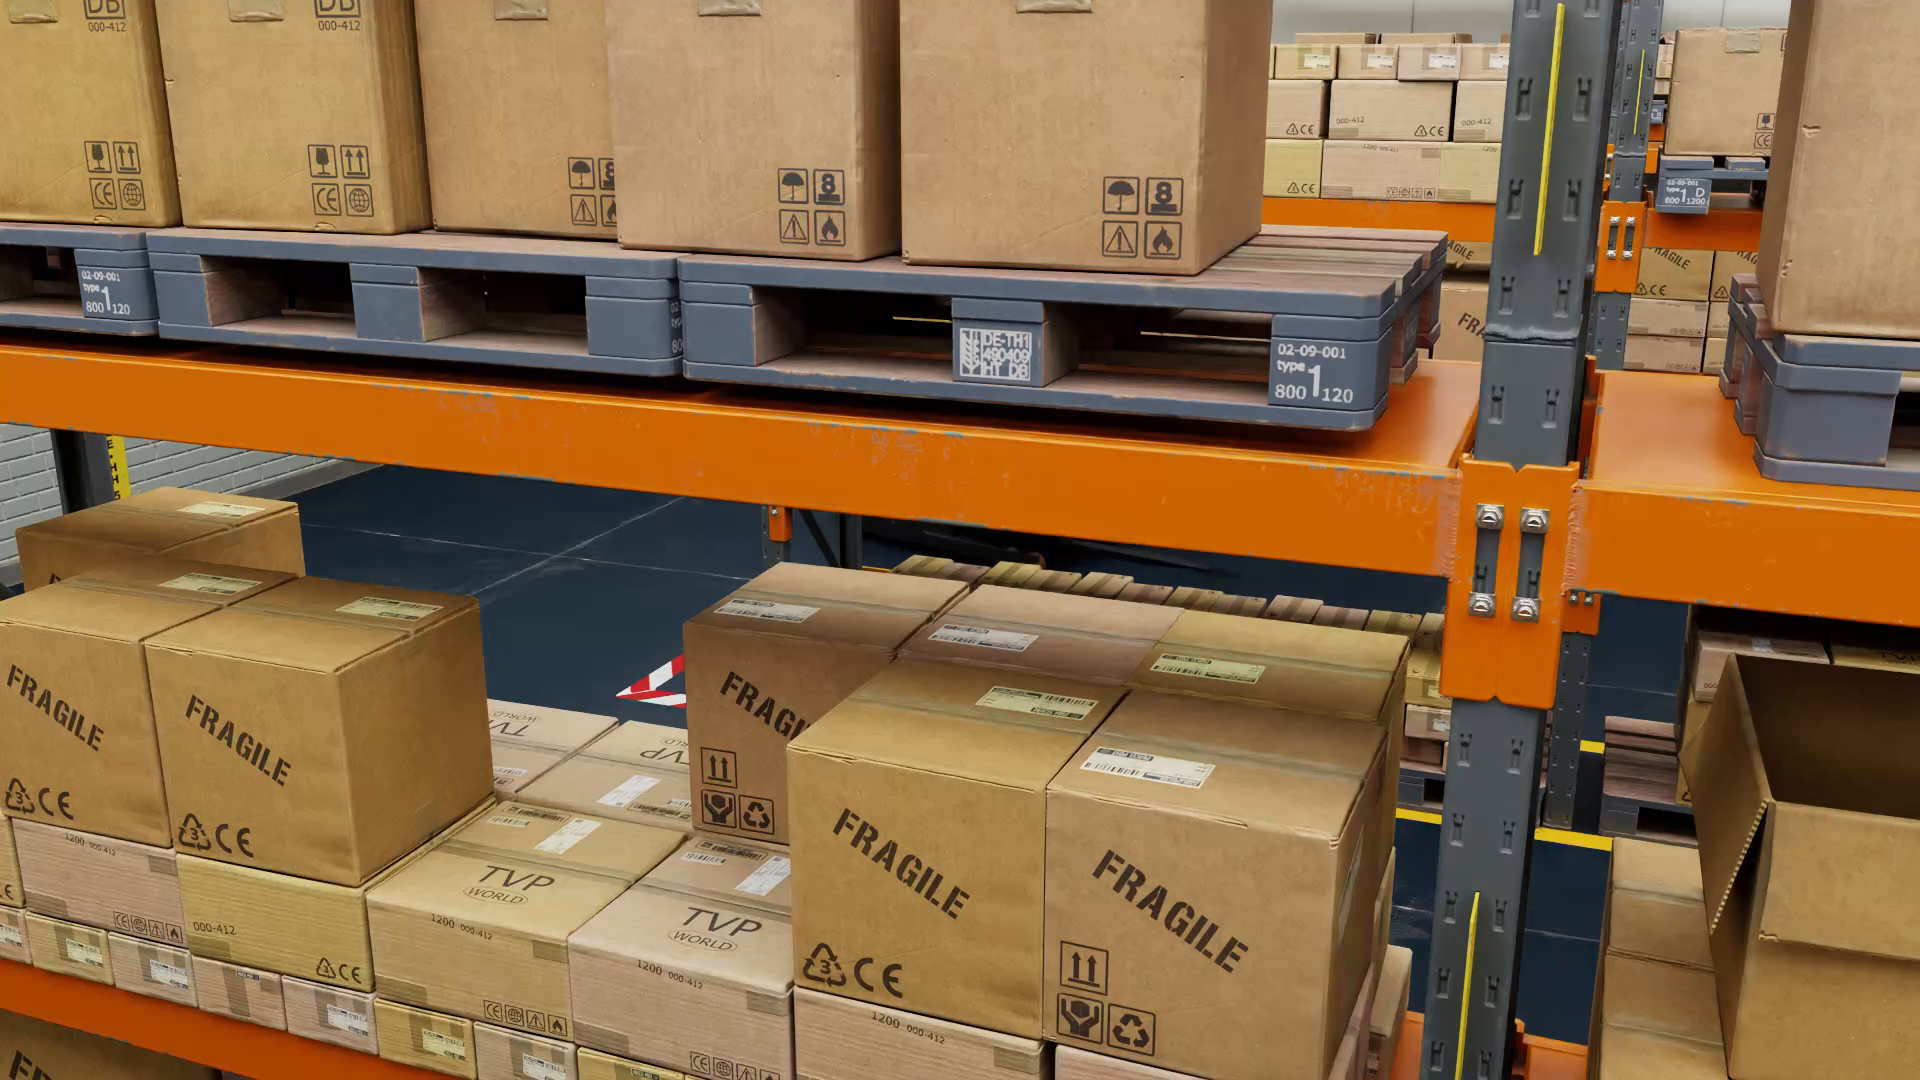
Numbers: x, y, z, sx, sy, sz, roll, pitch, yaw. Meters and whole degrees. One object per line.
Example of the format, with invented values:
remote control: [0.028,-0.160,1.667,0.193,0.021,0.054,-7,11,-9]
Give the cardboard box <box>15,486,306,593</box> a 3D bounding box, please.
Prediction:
cardboard box: [-2.174,0.173,4.589,0.500,0.500,0.500,7,17,21]

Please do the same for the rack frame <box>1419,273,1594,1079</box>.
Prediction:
rack frame: [0.997,1.031,3.242,0.127,3.000,1.000,6,17,21]

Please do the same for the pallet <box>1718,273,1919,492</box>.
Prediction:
pallet: [1.868,-0.236,2.571,1.217,0.209,0.805,6,17,18]

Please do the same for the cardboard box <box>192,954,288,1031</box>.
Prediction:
cardboard box: [-1.558,0.969,3.906,0.250,0.149,0.380,6,17,20]

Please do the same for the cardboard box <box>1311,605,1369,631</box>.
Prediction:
cardboard box: [1.928,0.470,8.466,0.250,0.149,0.380,6,17,19]

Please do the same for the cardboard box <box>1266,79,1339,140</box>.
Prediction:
cardboard box: [1.422,-1.943,7.479,0.500,0.250,0.500,7,18,23]

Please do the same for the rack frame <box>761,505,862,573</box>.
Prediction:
rack frame: [-0.810,-0.654,9.046,0.127,3.000,1.000,6,17,21]

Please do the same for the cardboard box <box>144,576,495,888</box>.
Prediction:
cardboard box: [-1.427,0.413,3.762,0.500,0.500,0.500,6,17,19]

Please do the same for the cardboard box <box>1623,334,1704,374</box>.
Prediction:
cardboard box: [4.946,-1.354,11.725,0.500,0.250,0.500,6,17,19]

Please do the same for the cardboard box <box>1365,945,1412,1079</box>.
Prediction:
cardboard box: [0.844,1.035,3.678,0.250,0.149,0.380,6,17,21]

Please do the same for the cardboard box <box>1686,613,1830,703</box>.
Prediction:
cardboard box: [3.502,0.538,7.326,0.500,0.250,0.500,5,17,18]

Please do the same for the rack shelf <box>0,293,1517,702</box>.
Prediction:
rack shelf: [-0.863,-0.269,3.628,4.000,0.370,1.077,6,17,21]

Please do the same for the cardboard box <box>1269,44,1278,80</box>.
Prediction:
cardboard box: [1.307,-2.132,7.413,0.265,0.149,0.390,7,18,22]

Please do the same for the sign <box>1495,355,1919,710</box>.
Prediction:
sign: [5.397,-1.940,8.319,4.000,0.966,14.919,6,17,21]

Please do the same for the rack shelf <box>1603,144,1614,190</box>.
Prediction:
rack shelf: [2.773,-2.839,12.482,4.000,0.370,1.077,6,17,21]

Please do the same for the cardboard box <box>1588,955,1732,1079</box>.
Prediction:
cardboard box: [1.334,1.095,2.842,0.500,0.500,0.500,6,17,21]

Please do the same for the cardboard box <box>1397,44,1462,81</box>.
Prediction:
cardboard box: [2.028,-2.045,7.113,0.250,0.149,0.380,6,17,21]

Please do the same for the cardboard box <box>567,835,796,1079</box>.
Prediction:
cardboard box: [-0.467,0.879,3.502,0.500,0.250,0.500,7,17,22]

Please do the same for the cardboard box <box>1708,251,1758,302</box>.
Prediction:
cardboard box: [5.421,-1.903,11.375,0.500,0.500,0.500,6,17,20]

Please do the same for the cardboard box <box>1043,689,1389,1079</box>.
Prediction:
cardboard box: [0.472,0.623,3.040,0.500,0.500,0.500,7,18,22]

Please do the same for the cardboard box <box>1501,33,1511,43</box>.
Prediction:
cardboard box: [4.163,-3.392,11.985,0.500,0.500,0.500,7,17,22]

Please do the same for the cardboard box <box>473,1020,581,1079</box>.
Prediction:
cardboard box: [-0.838,1.048,3.635,0.250,0.149,0.380,7,17,22]

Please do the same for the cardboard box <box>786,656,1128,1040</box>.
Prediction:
cardboard box: [0.007,0.570,3.220,0.500,0.500,0.500,6,17,21]

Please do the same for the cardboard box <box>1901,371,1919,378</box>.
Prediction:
cardboard box: [6.361,-1.191,11.165,0.500,0.250,0.500,6,17,20]

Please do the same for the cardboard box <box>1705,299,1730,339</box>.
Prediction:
cardboard box: [5.435,-1.543,11.480,0.500,0.250,0.500,7,17,21]

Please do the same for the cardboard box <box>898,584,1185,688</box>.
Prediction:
cardboard box: [0.190,0.432,3.694,0.500,0.500,0.500,6,17,21]

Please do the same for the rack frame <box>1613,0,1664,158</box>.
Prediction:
rack frame: [2.911,-3.126,6.801,0.127,3.000,1.000,6,17,21]

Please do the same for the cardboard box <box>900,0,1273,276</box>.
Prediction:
cardboard box: [0.247,-0.772,2.959,0.500,0.500,0.700,5,17,17]

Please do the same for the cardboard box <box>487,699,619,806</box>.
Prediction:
cardboard box: [-1.230,0.636,4.338,0.500,0.250,0.500,6,17,19]

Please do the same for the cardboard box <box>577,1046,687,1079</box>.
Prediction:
cardboard box: [-0.602,1.074,3.544,0.250,0.149,0.380,6,17,20]

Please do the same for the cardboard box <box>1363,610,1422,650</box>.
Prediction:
cardboard box: [2.179,0.491,8.395,0.269,0.149,0.392,7,18,23]

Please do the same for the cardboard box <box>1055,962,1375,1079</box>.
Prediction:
cardboard box: [0.490,0.983,3.142,0.500,0.250,0.500,6,17,20]

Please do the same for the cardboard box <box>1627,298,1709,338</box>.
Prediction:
cardboard box: [4.939,-1.589,11.639,0.500,0.250,0.500,6,17,19]

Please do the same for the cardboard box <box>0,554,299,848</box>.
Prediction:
cardboard box: [-1.911,0.361,3.939,0.500,0.500,0.500,6,17,19]

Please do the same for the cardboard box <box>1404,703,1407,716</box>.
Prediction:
cardboard box: [1.990,0.783,7.924,0.250,0.149,0.380,6,17,19]

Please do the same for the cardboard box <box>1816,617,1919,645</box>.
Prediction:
cardboard box: [4.170,0.460,7.593,0.500,0.250,0.500,7,18,23]

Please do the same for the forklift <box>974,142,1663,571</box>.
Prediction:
forklift: [4.368,-2.817,12.536,9.138,5.209,7.864,11,20,34]

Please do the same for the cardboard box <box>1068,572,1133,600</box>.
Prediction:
cardboard box: [0.764,0.306,9.032,0.250,0.149,0.380,7,18,23]

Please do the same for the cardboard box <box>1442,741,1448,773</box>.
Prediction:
cardboard box: [2.422,0.971,7.810,0.250,0.149,0.380,7,17,21]

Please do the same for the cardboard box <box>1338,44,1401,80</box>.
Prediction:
cardboard box: [1.827,-2.102,7.311,0.250,0.149,0.380,7,18,23]

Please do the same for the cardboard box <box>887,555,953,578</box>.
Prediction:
cardboard box: [-0.224,0.216,9.342,0.250,0.149,0.380,6,17,21]

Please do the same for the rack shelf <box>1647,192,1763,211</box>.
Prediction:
rack shelf: [4.772,-1.264,6.577,3.809,0.052,0.919,6,17,21]

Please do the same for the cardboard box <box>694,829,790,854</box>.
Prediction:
cardboard box: [-0.288,0.741,3.978,0.500,0.250,0.500,7,17,22]

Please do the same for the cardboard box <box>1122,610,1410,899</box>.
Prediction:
cardboard box: [0.646,0.485,3.514,0.500,0.500,0.500,6,17,21]

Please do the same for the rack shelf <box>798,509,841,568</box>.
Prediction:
rack shelf: [-0.811,-0.653,9.044,0.053,2.616,0.949,6,17,21]

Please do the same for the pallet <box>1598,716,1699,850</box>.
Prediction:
pallet: [3.636,1.174,7.753,1.213,0.211,1.003,6,17,21]

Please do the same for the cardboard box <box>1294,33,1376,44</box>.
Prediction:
cardboard box: [2.733,-3.441,12.155,0.500,0.500,0.500,7,17,22]

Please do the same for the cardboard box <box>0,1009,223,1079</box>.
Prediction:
cardboard box: [-2.099,1.485,4.735,0.875,0.875,0.875,6,17,21]

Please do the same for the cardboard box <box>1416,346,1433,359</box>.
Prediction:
cardboard box: [1.892,-0.945,7.544,0.500,0.500,0.500,6,17,19]

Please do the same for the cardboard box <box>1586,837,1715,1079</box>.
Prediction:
cardboard box: [1.533,0.960,3.307,0.500,0.500,0.500,6,17,21]

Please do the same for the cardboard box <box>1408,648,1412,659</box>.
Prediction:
cardboard box: [1.998,0.628,7.922,0.250,0.149,0.380,6,17,20]

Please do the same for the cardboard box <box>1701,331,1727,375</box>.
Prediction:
cardboard box: [5.428,-1.301,11.544,0.500,0.250,0.500,6,17,19]

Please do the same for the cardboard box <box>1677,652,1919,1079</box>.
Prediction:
cardboard box: [1.595,0.565,2.870,0.637,0.503,0.797,6,17,19]
